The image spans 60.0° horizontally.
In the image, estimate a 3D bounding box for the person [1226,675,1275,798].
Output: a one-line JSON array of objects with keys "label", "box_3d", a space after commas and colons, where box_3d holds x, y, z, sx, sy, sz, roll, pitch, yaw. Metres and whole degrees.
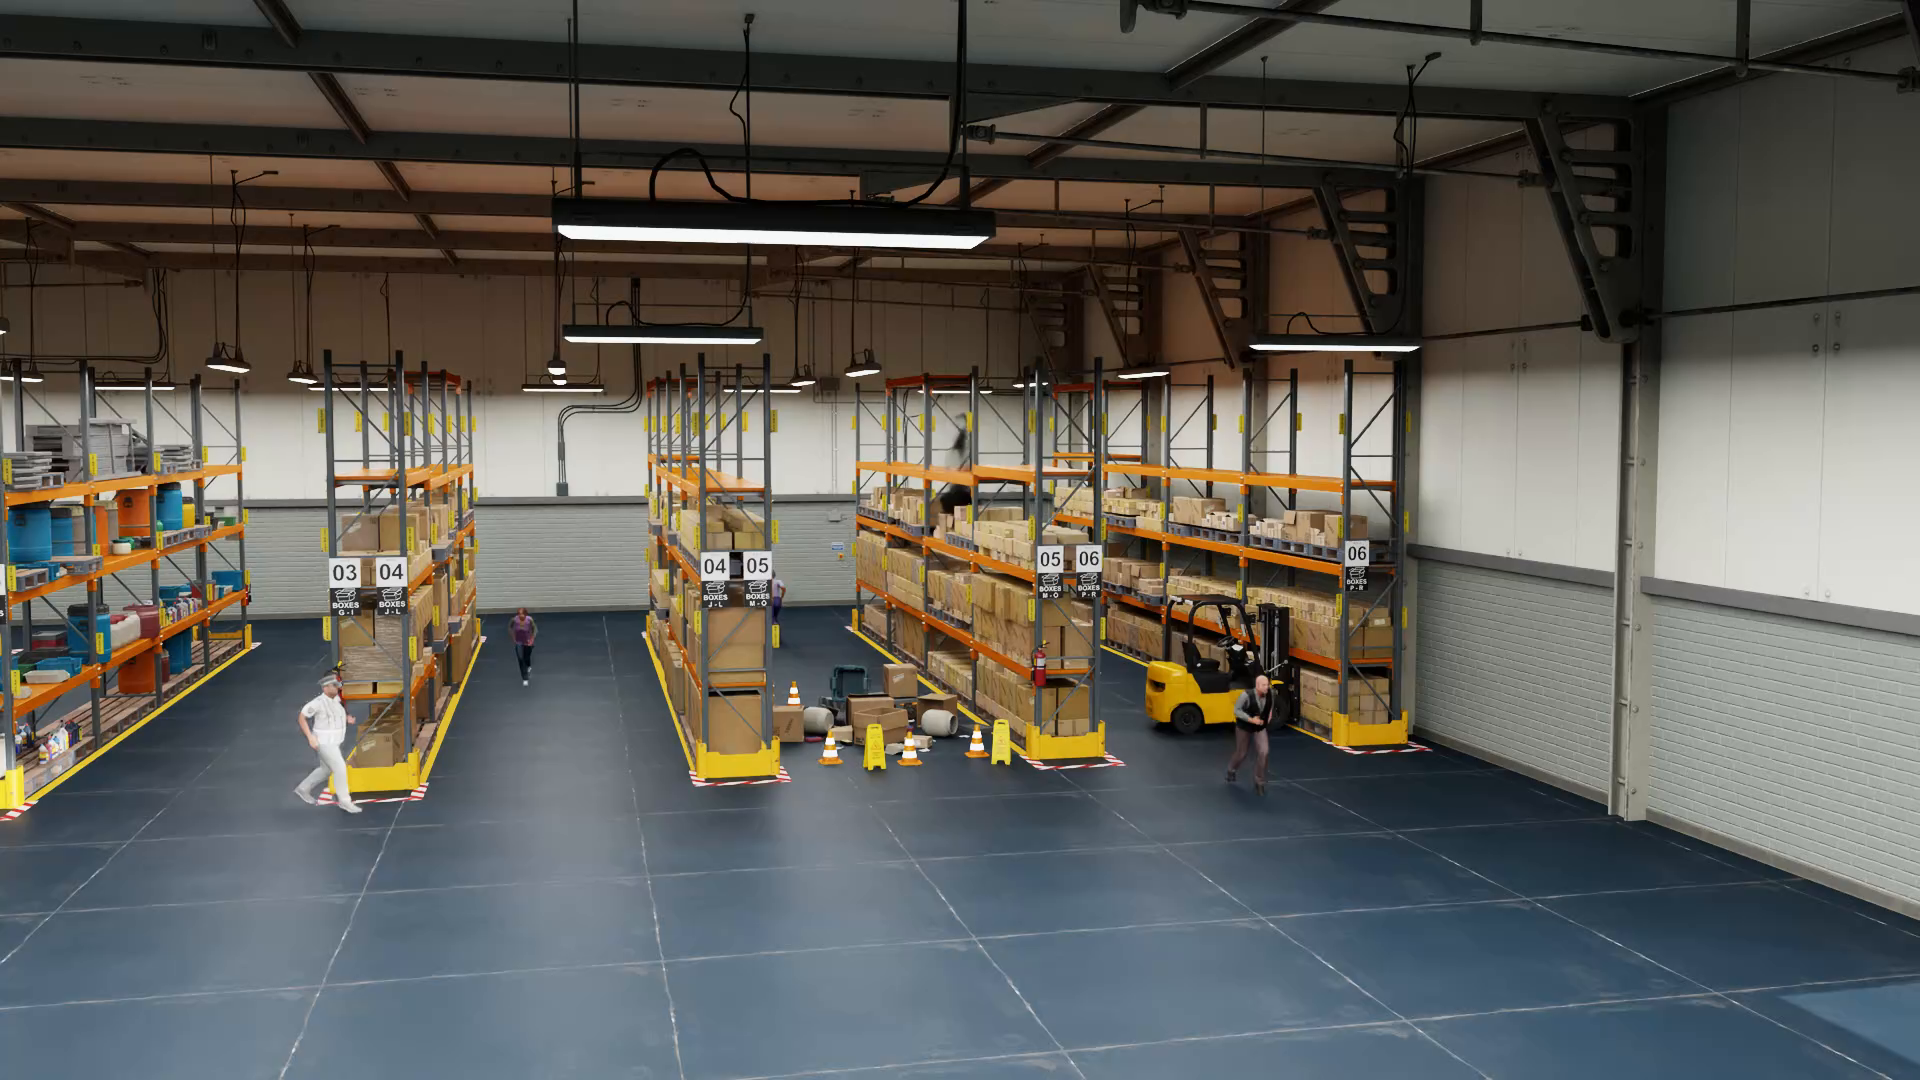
[{"label": "person", "box_3d": [3.952, 2.631, 22.719, 0.701, 1.682, 0.993, -1, 4, -20]}]

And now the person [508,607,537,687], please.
[{"label": "person", "box_3d": [-8.417, 2.027, 32.096, 0.556, 1.548, 0.892, 0, 4, -5]}]

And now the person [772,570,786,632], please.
[{"label": "person", "box_3d": [-4.332, 1.537, 38.372, 0.562, 1.693, 1.048, -2, 4, -26]}]

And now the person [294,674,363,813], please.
[{"label": "person", "box_3d": [-8.199, 2.625, 21.542, 0.962, 1.797, 0.692, 0, 4, 4]}]
